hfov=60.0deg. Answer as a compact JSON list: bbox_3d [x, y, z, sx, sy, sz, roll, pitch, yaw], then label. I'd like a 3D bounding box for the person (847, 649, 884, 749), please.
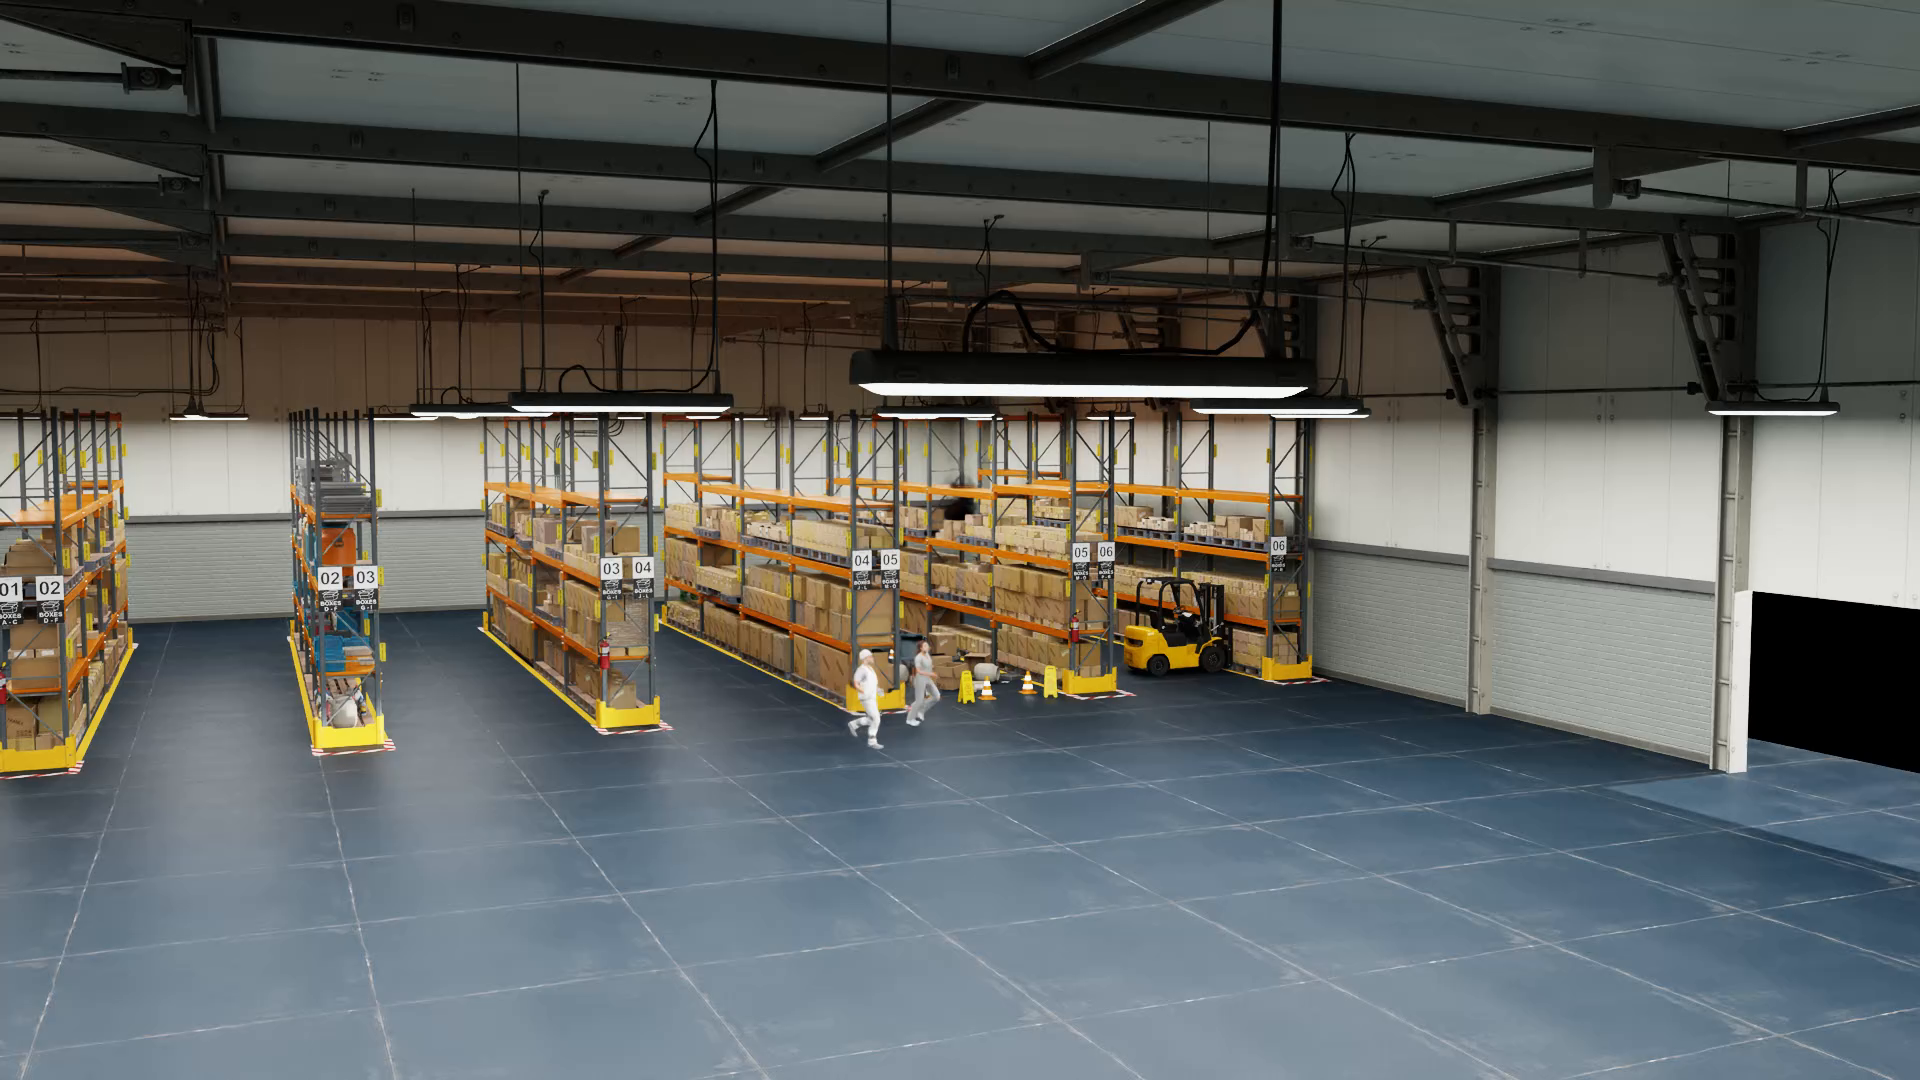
[{"bbox_3d":[-1.686,2.803,29.337,0.697,1.752,0.655,1,4,14],"label":"person"}]

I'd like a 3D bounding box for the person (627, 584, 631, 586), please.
[{"bbox_3d":[-9.617,1.659,47.213,0.673,1.564,0.555,1,4,9],"label":"person"}]

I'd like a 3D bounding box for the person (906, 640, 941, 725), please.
[{"bbox_3d":[-0.671,2.695,31.513,0.734,1.621,0.585,3,5,34],"label":"person"}]

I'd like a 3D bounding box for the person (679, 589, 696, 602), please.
[{"bbox_3d":[-8.142,1.371,49.504,0.855,1.770,0.715,2,4,26],"label":"person"}]
